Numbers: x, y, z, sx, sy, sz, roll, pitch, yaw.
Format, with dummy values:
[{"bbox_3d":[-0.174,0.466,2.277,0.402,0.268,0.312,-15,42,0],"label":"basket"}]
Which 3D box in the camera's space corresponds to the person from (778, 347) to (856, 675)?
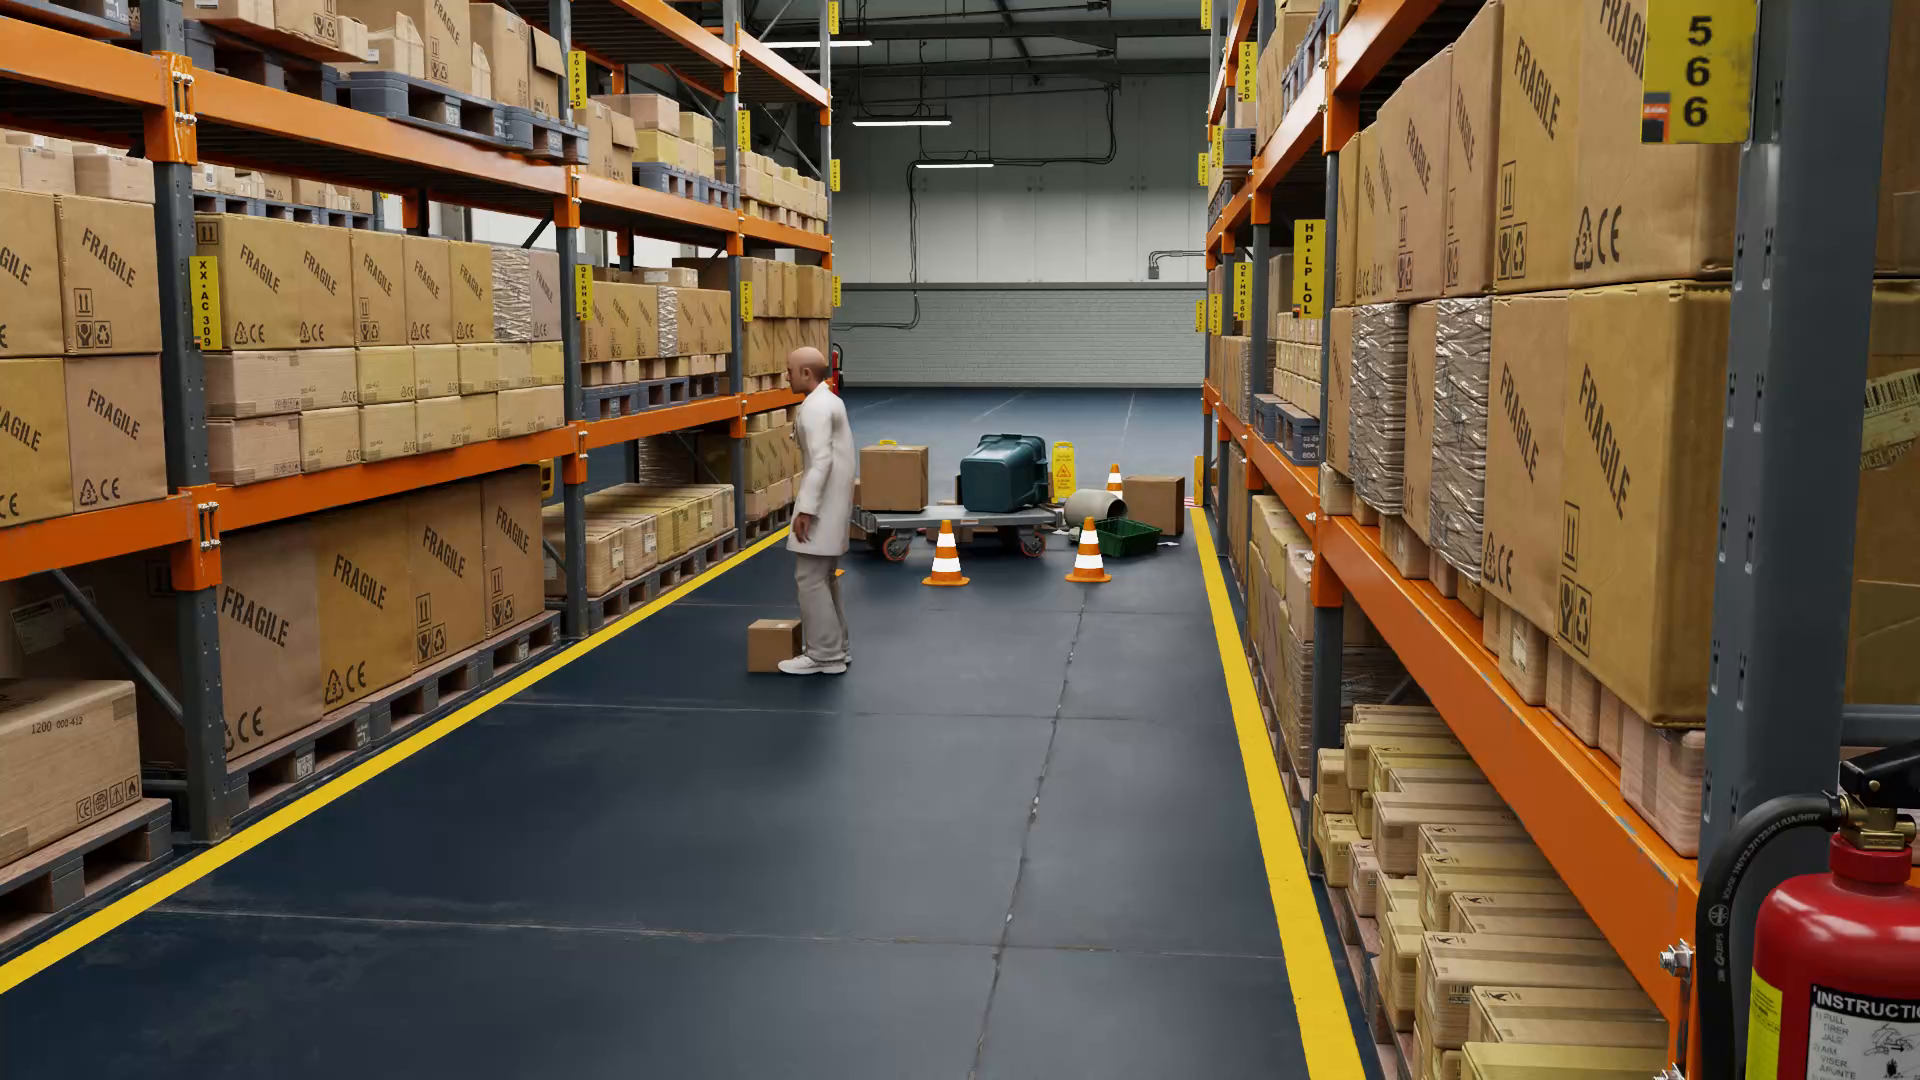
[{"bbox_3d":[-0.779,-0.164,9.097,0.418,1.775,0.656,0,7,4],"label":"person"}]
